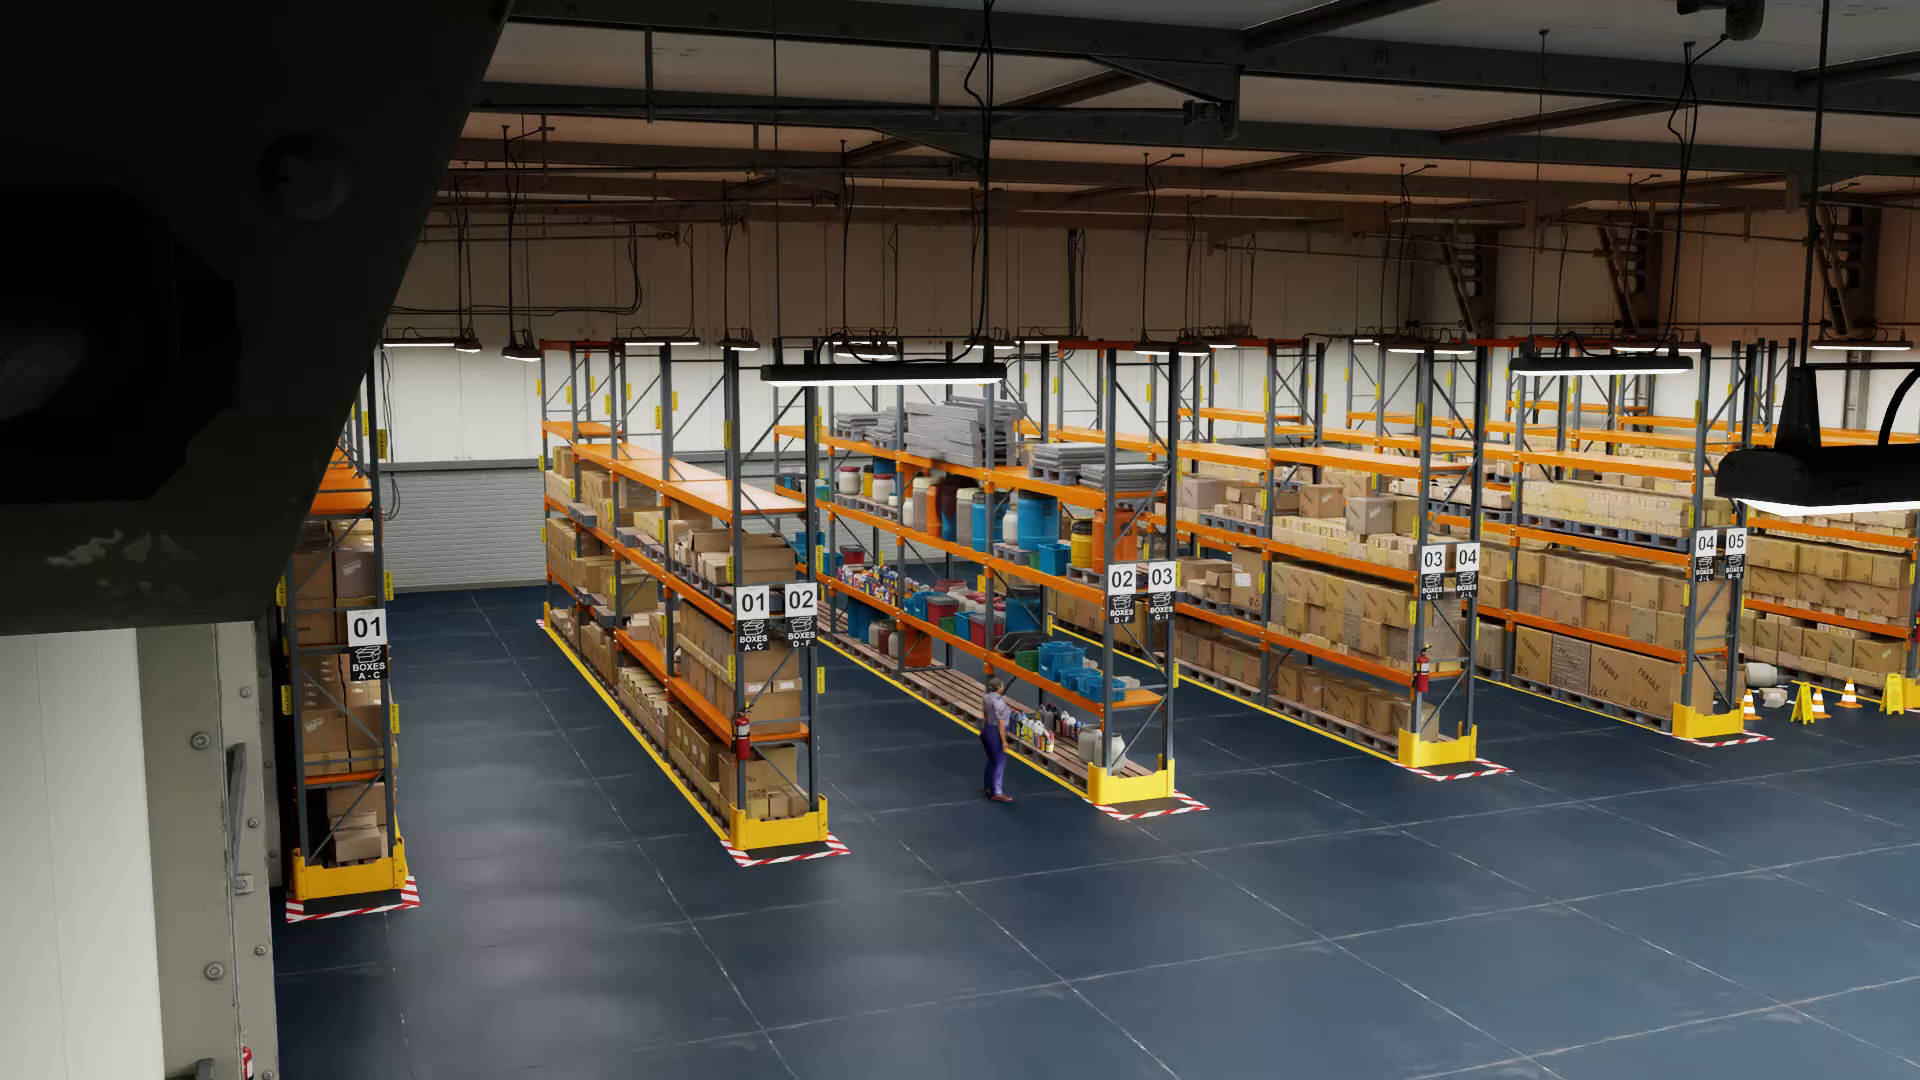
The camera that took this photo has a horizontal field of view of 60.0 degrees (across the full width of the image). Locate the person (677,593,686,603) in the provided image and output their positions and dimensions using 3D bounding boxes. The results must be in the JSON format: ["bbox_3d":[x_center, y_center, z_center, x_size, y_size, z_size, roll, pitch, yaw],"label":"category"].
[{"bbox_3d":[-5.481,1.085,33.588,0.523,1.810,0.586,0,7,4],"label":"person"}]

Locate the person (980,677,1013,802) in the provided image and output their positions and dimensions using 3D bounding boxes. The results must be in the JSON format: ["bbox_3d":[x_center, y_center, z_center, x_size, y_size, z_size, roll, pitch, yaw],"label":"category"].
[{"bbox_3d":[0.473,2.684,22.196,0.354,1.736,0.534,-3,8,-22],"label":"person"}]

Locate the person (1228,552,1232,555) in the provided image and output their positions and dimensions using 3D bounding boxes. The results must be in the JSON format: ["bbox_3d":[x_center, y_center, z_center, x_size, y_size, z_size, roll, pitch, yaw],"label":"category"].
[{"bbox_3d":[7.681,-0.418,45.609,0.892,1.630,0.481,-7,10,-41],"label":"person"}]
